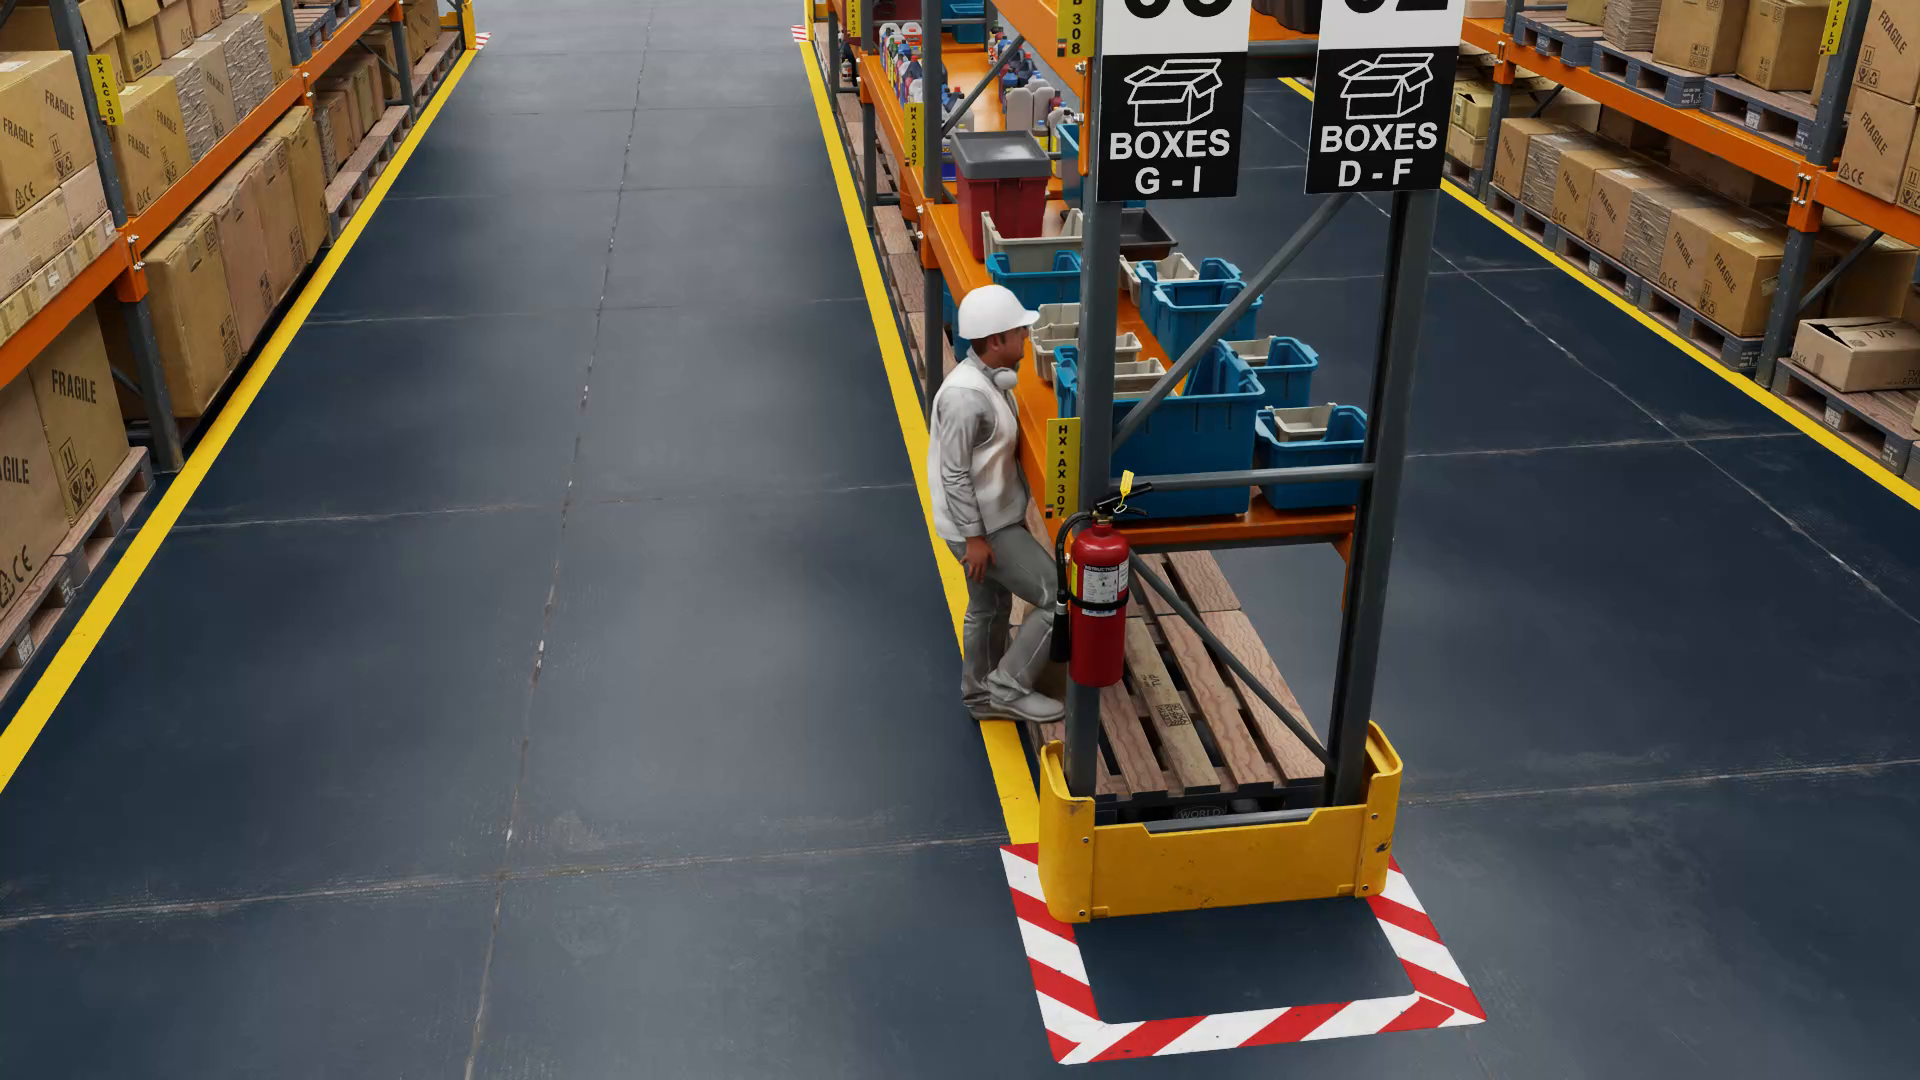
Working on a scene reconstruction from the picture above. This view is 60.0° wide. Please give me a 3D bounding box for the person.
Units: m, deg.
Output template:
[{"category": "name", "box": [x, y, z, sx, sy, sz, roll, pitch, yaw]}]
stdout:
[{"category": "person", "box": [0.186, -0.075, 6.213, 0.614, 1.774, 0.634, 4, 27, 8]}]
